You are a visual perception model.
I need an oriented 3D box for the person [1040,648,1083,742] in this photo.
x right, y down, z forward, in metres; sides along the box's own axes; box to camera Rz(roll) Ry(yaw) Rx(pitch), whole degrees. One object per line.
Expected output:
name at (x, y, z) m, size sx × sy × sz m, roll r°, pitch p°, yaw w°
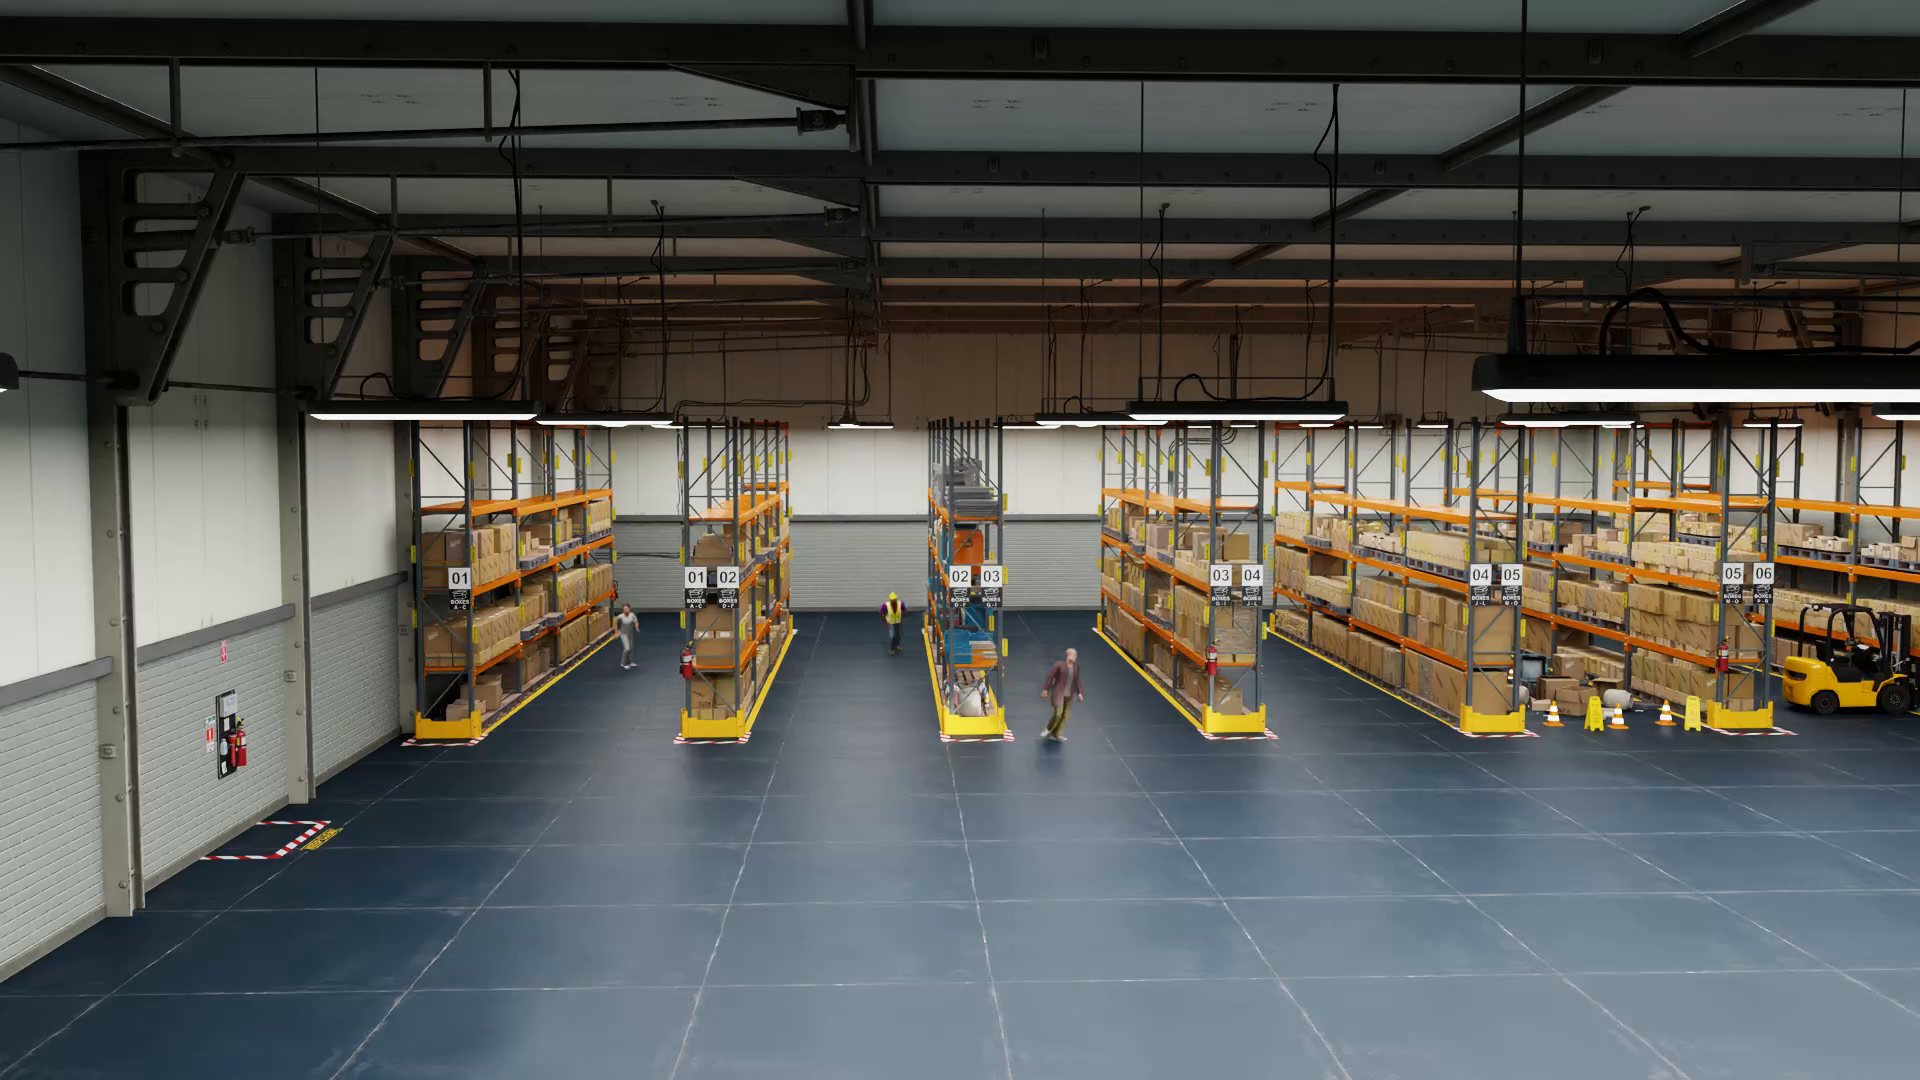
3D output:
person at (1.872, 2.852, 30.727) m, size 0.744 × 1.743 × 0.560 m, roll -2°, pitch 4°, yaw -32°

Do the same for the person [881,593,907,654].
person at (-1.697, 2.131, 42.733) m, size 0.728 × 1.619 × 0.915 m, roll -1°, pitch 4°, yaw -21°

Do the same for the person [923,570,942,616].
person at (-0.695, 1.652, 49.358) m, size 0.858 × 1.674 × 0.563 m, roll 1°, pitch 4°, yaw 8°

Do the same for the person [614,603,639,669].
person at (-8.027, 2.327, 40.250) m, size 0.793 × 1.631 × 0.582 m, roll 4°, pitch 5°, yaw 44°
